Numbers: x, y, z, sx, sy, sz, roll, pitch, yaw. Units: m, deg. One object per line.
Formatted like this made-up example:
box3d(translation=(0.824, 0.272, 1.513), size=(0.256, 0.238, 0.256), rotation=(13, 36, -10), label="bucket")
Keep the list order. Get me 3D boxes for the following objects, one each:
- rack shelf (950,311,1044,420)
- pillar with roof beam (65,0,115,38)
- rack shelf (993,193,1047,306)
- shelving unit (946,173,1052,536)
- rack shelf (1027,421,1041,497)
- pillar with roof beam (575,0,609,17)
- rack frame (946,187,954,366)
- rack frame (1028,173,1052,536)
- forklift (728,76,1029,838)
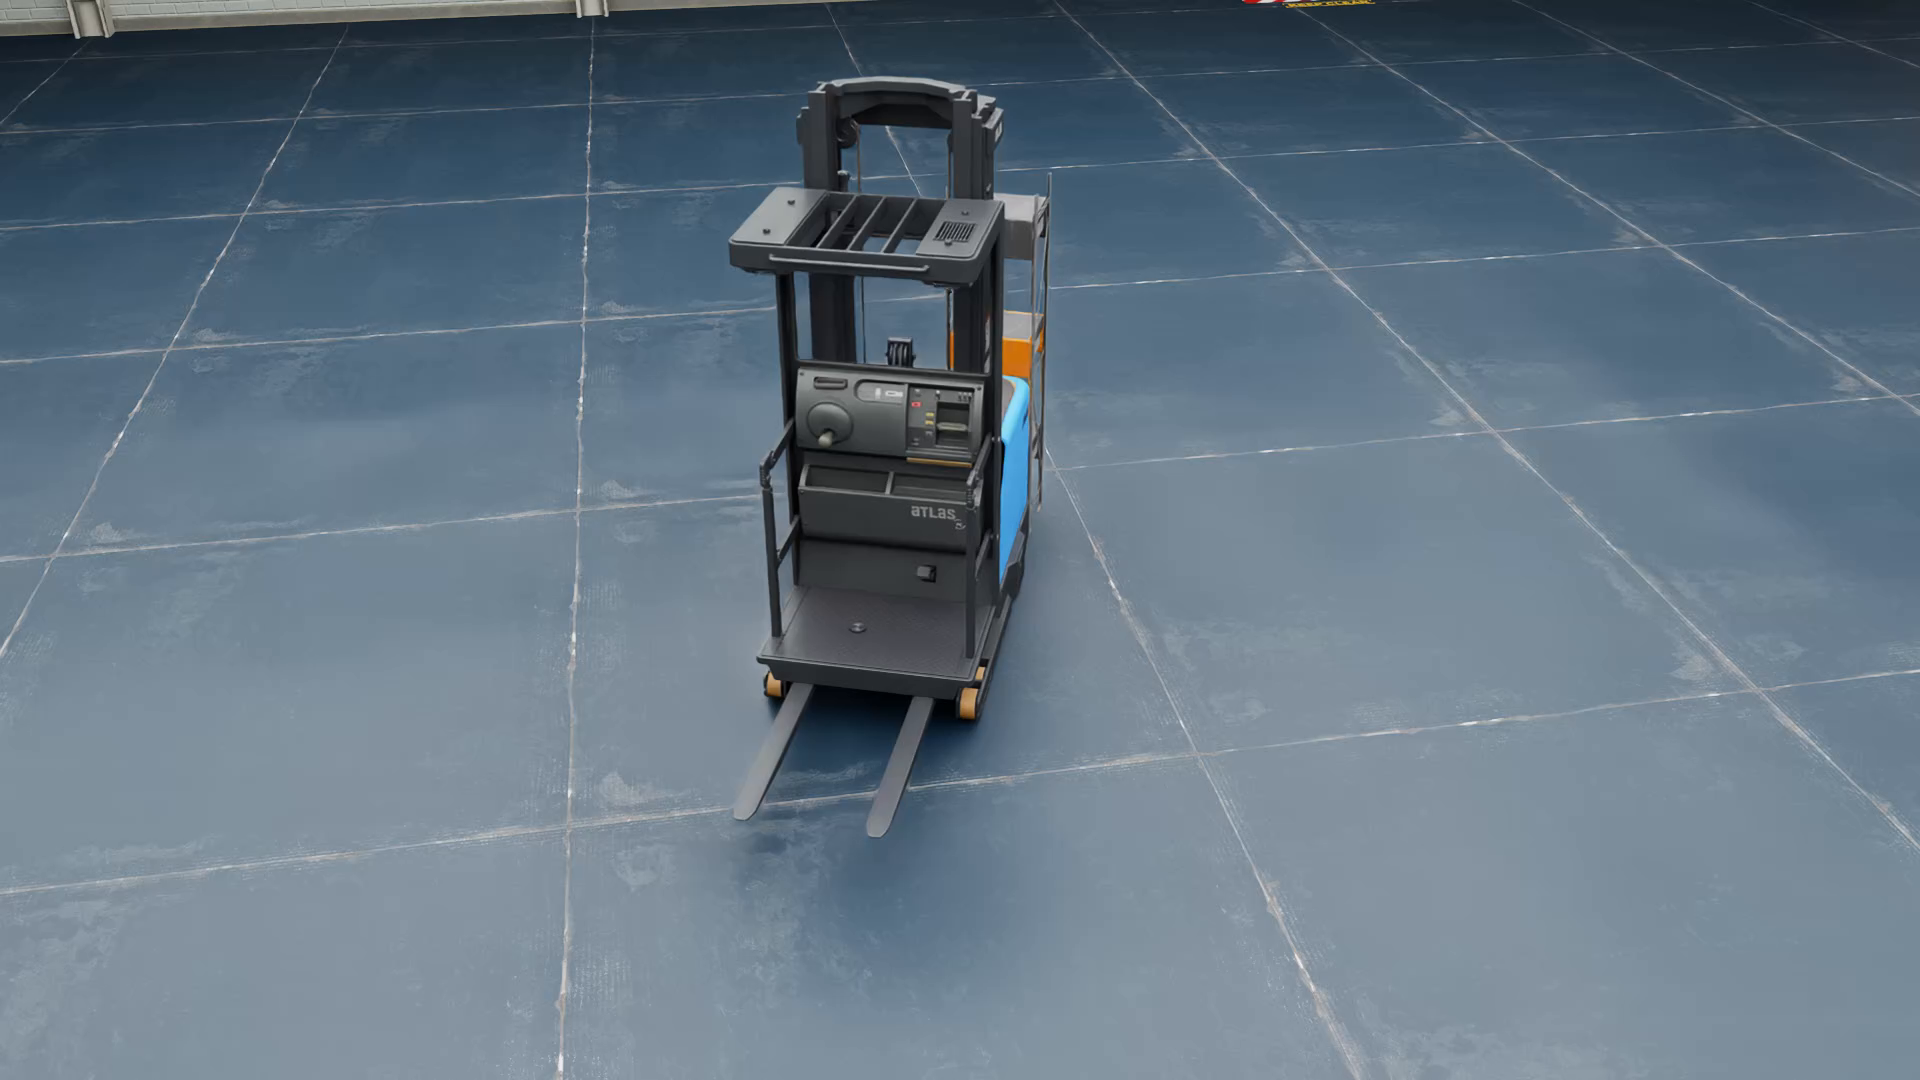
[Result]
box3d(translation=(0.213, -1.038, 9.585), size=(0.480, 0.518, 0.431), rotation=(7, 31, 12), label="rack shelf")
box3d(translation=(-9.837, -7.937, 14.484), size=(0.400, 9.000, 9.100), rotation=(-5, 31, -9), label="pillar with roof beam")
box3d(translation=(0.213, -1.642, 9.231), size=(0.480, 0.518, 0.431), rotation=(7, 31, 12), label="rack shelf")
box3d(translation=(0.213, -1.050, 9.578), size=(0.503, 2.100, 0.431), rotation=(7, 31, 12), label="shelving unit")
box3d(translation=(0.213, -0.435, 9.940), size=(0.480, 0.518, 0.431), rotation=(7, 31, 12), label="rack shelf")
box3d(translation=(-3.935, -8.484, 15.416), size=(0.400, 9.000, 9.100), rotation=(-5, 31, -9), label="pillar with roof beam")
box3d(translation=(-0.024, -1.079, 9.628), size=(0.015, 2.100, 0.400), rotation=(7, 31, 12), label="rack frame")
box3d(translation=(0.450, -1.021, 9.529), size=(0.015, 2.100, 0.400), rotation=(7, 31, 12), label="rack frame")
box3d(translation=(-0.384, -0.564, 7.931), size=(1.130, 2.935, 3.031), rotation=(6, 31, 9), label="forklift")
